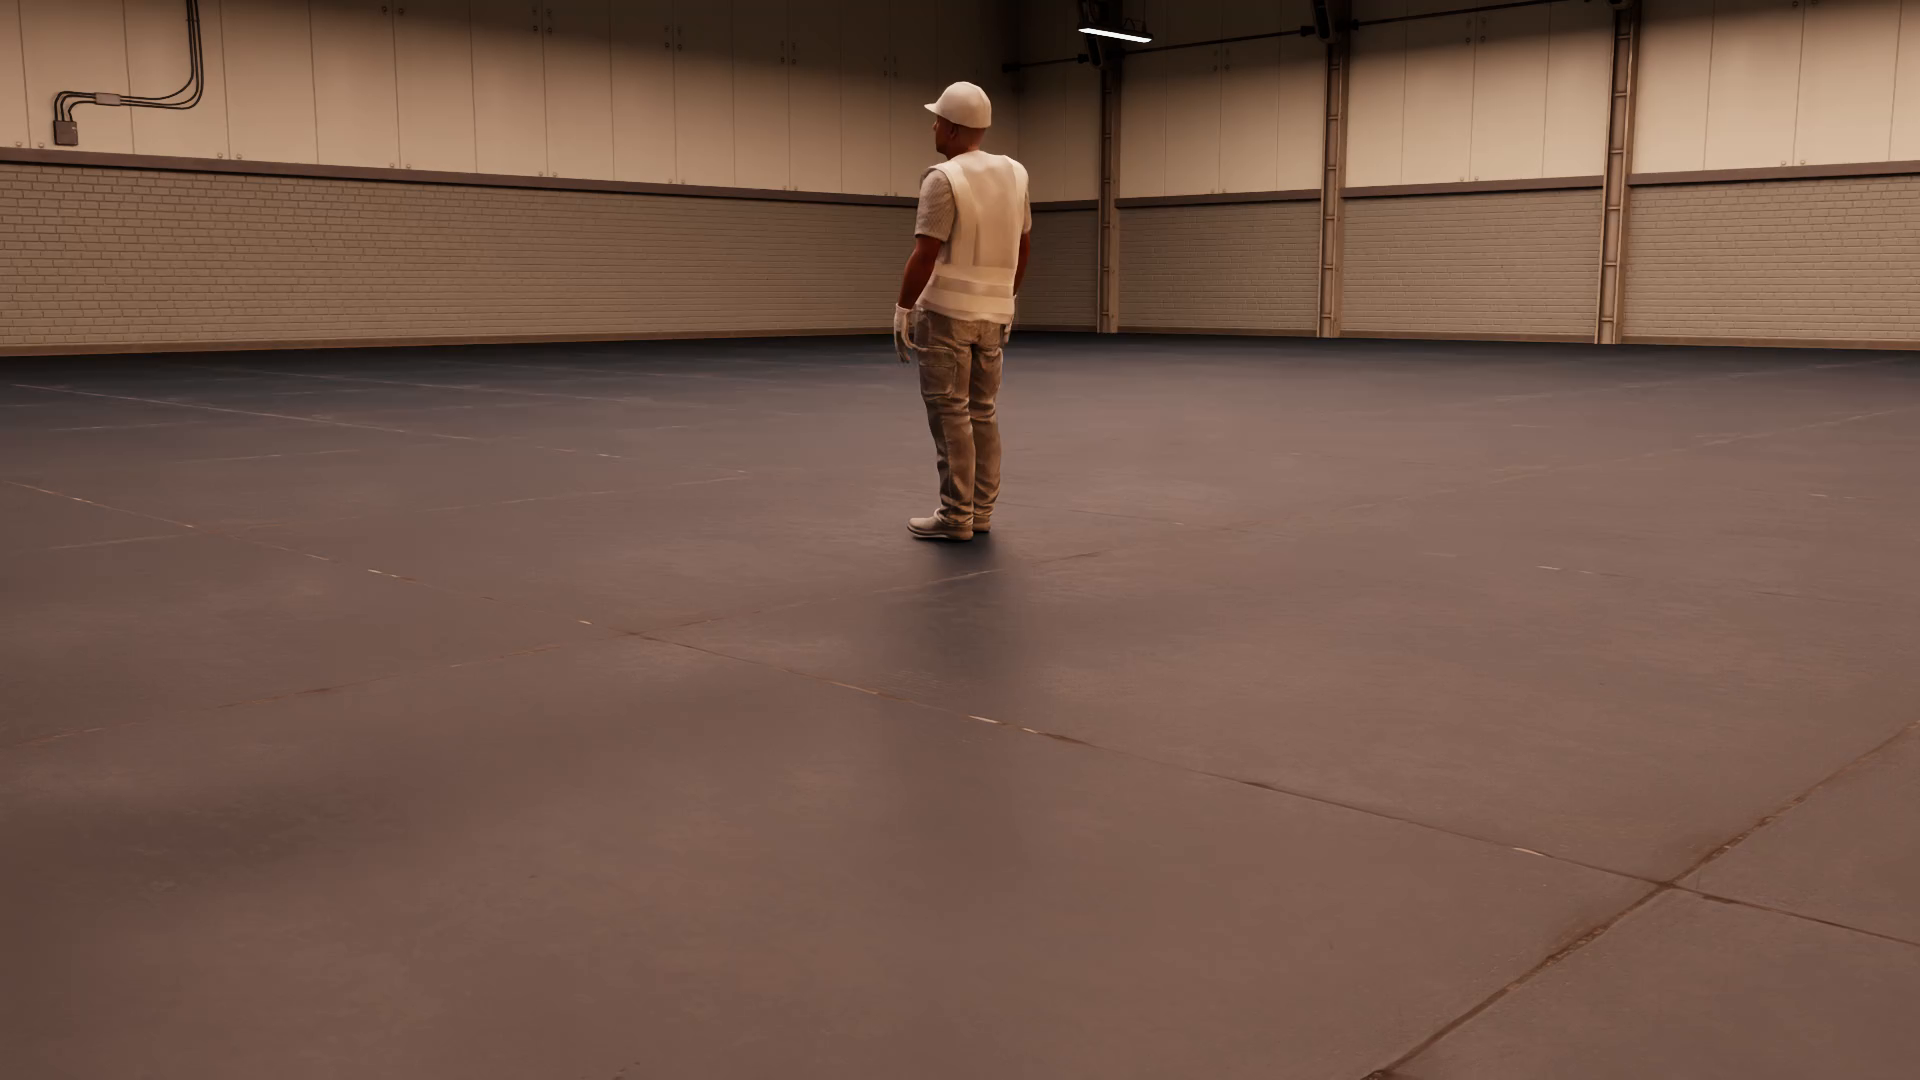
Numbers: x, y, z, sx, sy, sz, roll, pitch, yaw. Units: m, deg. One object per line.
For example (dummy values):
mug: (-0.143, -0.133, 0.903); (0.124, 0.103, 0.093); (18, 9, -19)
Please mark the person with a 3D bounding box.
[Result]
person: (-0.045, -0.898, 6.639); (0.577, 1.782, 0.656); (8, 12, 43)
